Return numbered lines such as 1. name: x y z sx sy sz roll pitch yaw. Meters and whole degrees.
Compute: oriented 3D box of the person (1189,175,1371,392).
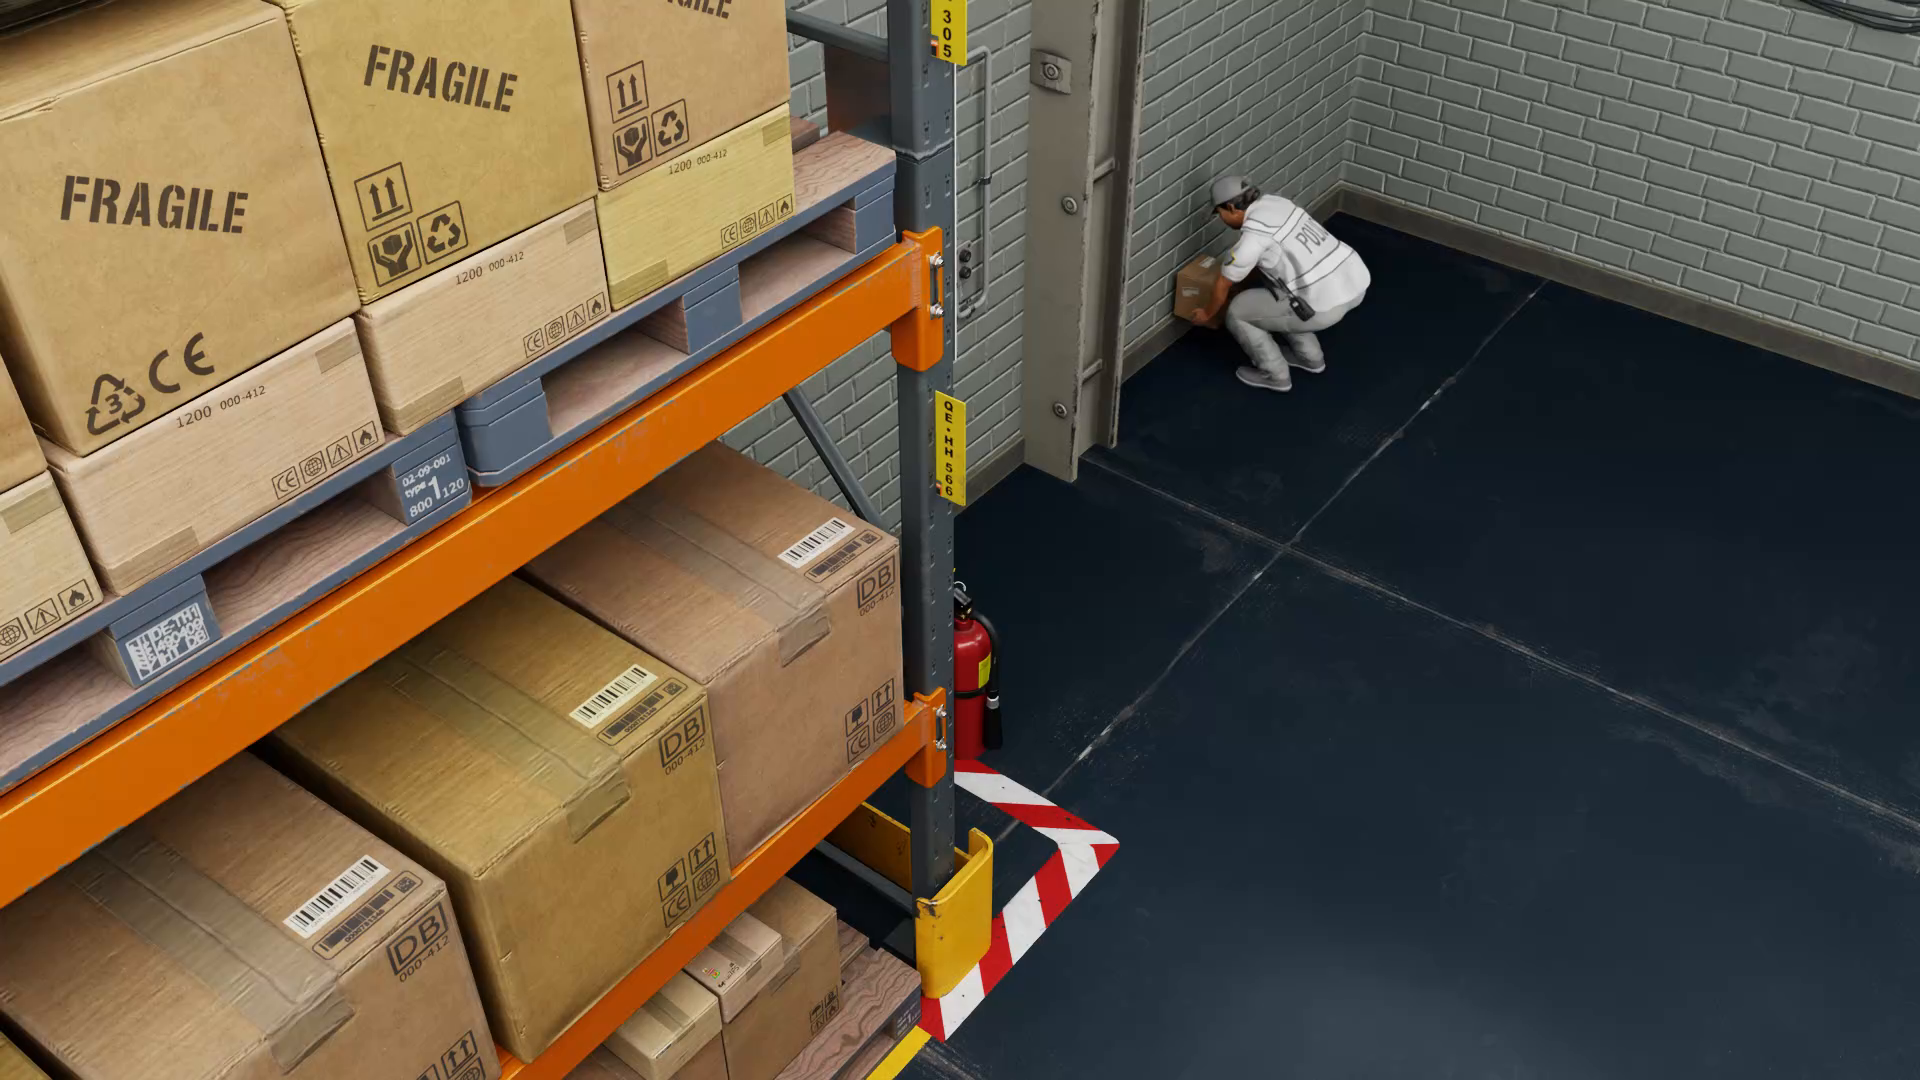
1. person: 1.574 -1.257 8.215 0.835 1.021 0.528 26 46 28
